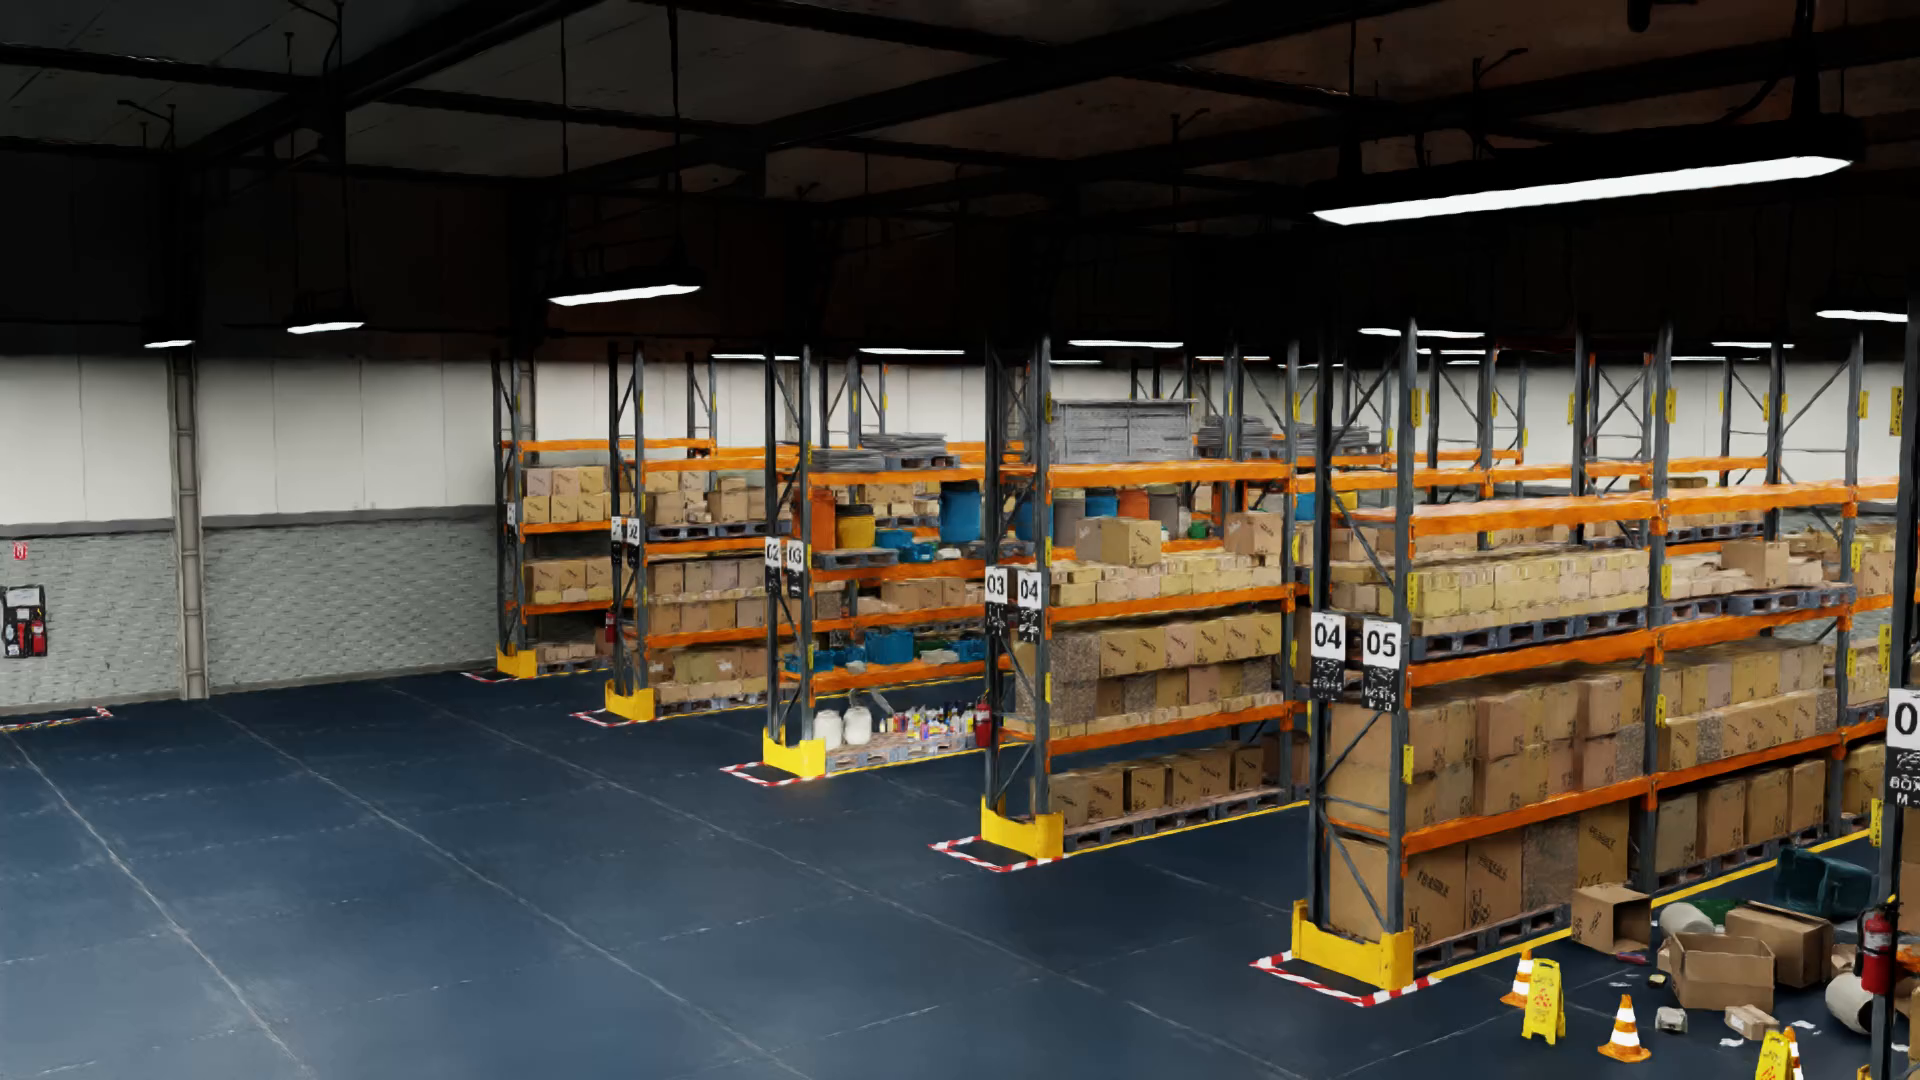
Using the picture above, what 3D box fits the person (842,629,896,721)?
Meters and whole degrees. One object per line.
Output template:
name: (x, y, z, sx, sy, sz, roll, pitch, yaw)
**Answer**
person: (-1.413, 2.132, 25.764, 0.875, 1.531, 0.459, -1, 5, -15)
